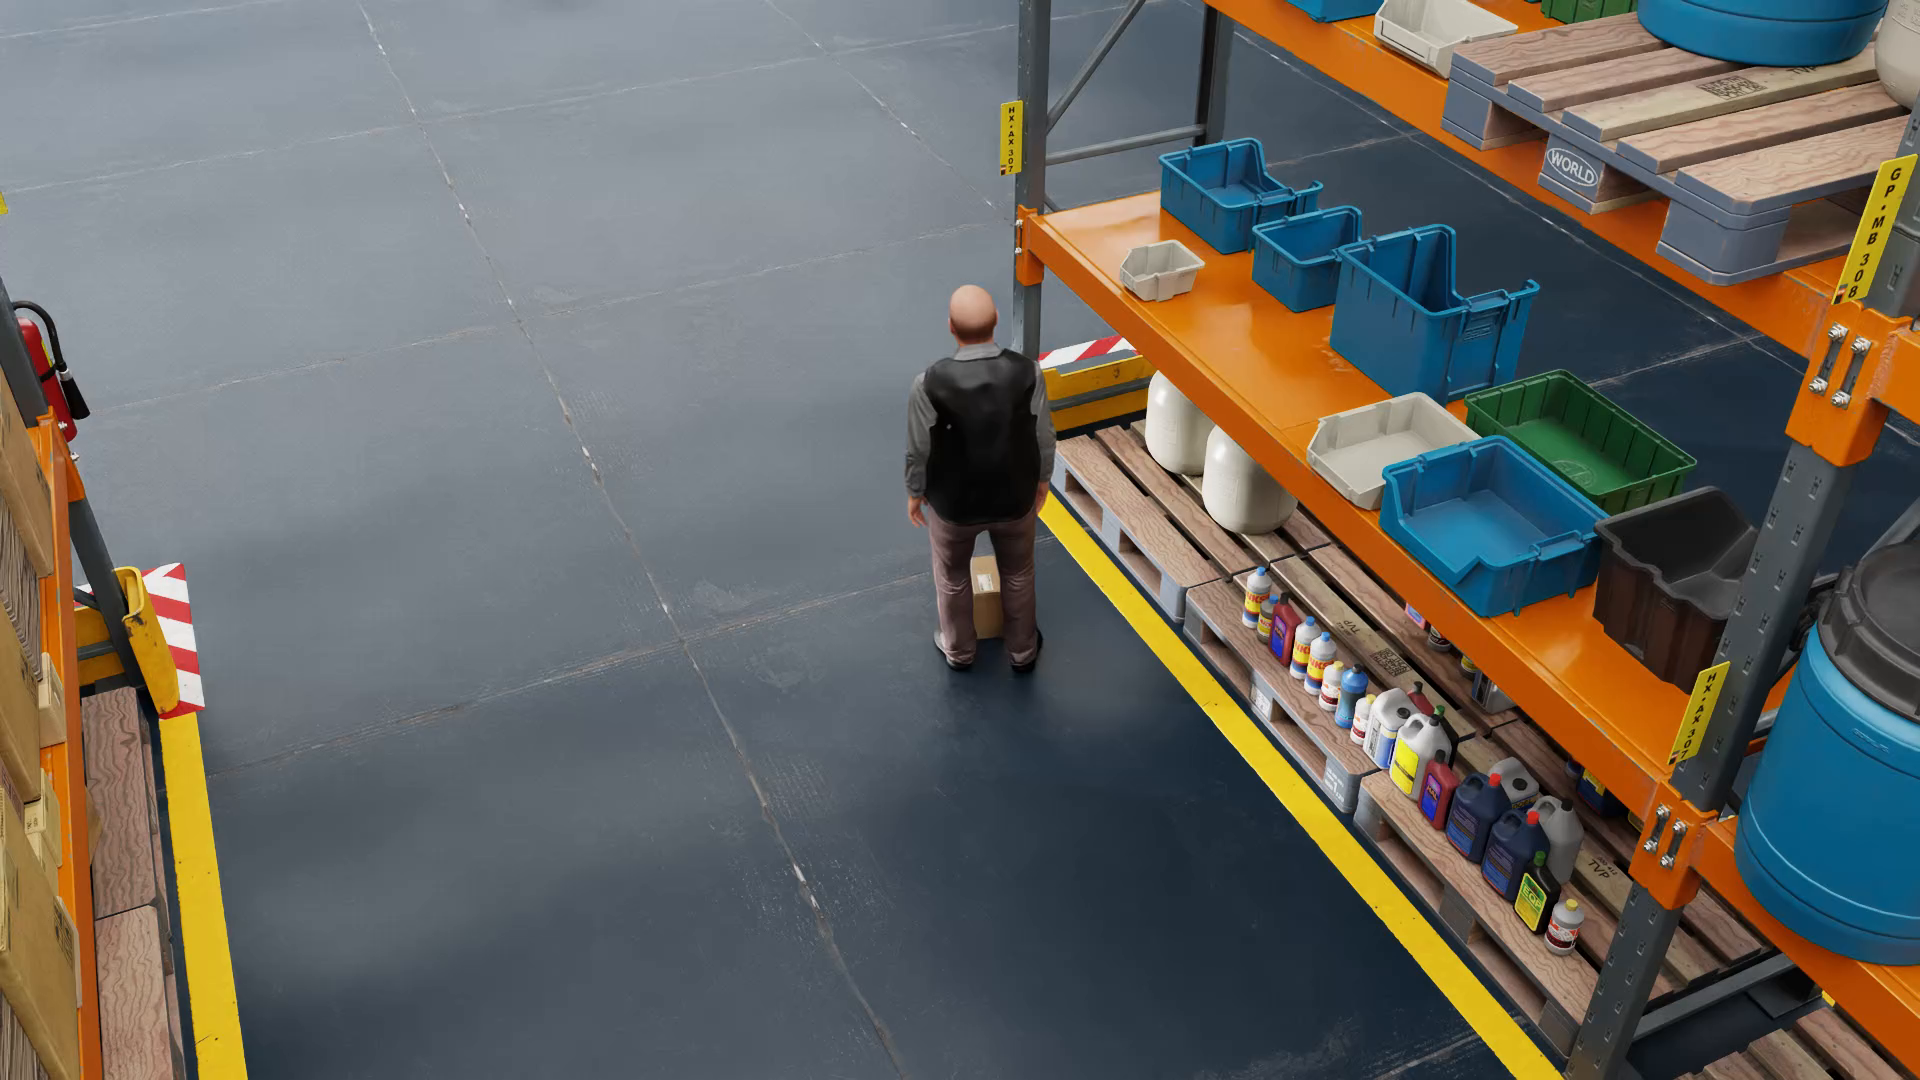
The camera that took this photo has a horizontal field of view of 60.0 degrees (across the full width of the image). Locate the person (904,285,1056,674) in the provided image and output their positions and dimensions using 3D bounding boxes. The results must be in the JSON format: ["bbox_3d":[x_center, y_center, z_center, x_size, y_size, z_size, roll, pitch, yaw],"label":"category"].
[{"bbox_3d":[0.074,-0.184,6.414,0.586,1.720,0.475,-6,37,-8],"label":"person"}]
